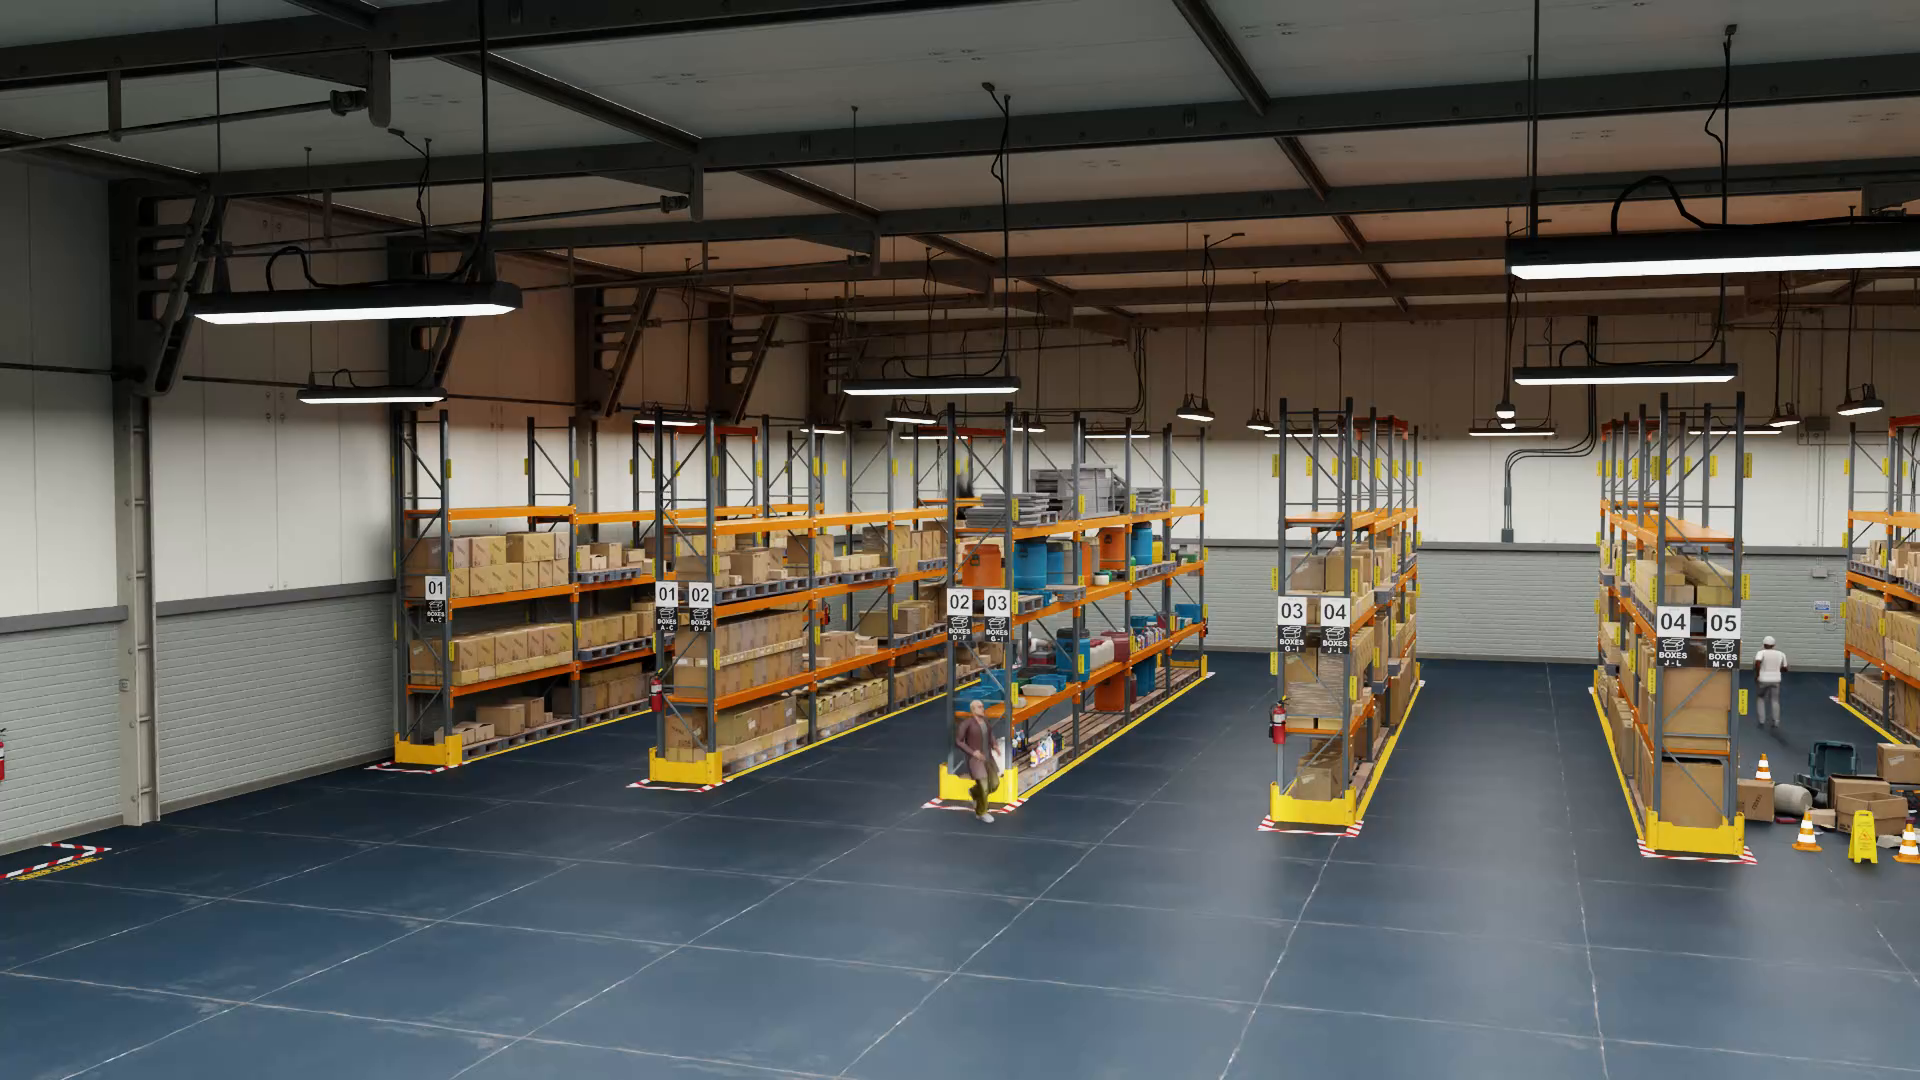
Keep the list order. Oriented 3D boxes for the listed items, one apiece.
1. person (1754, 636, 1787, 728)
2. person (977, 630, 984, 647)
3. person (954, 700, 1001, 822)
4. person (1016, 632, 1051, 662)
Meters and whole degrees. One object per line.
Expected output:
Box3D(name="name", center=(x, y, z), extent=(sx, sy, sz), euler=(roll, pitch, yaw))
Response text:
Box3D(name="person", center=(15.522, 2.757, 31.879), extent=(0.630, 1.811, 0.827), euler=(1, 3, 15))
Box3D(name="person", center=(0.763, 2.286, 43.987), extent=(0.639, 1.809, 0.881), euler=(-2, 3, -43))
Box3D(name="person", center=(0.221, 3.129, 23.633), extent=(0.738, 1.734, 0.615), euler=(-2, 3, -45))
Box3D(name="person", center=(1.556, 2.688, 35.256), extent=(0.718, 1.591, 0.879), euler=(1, 3, 27))
